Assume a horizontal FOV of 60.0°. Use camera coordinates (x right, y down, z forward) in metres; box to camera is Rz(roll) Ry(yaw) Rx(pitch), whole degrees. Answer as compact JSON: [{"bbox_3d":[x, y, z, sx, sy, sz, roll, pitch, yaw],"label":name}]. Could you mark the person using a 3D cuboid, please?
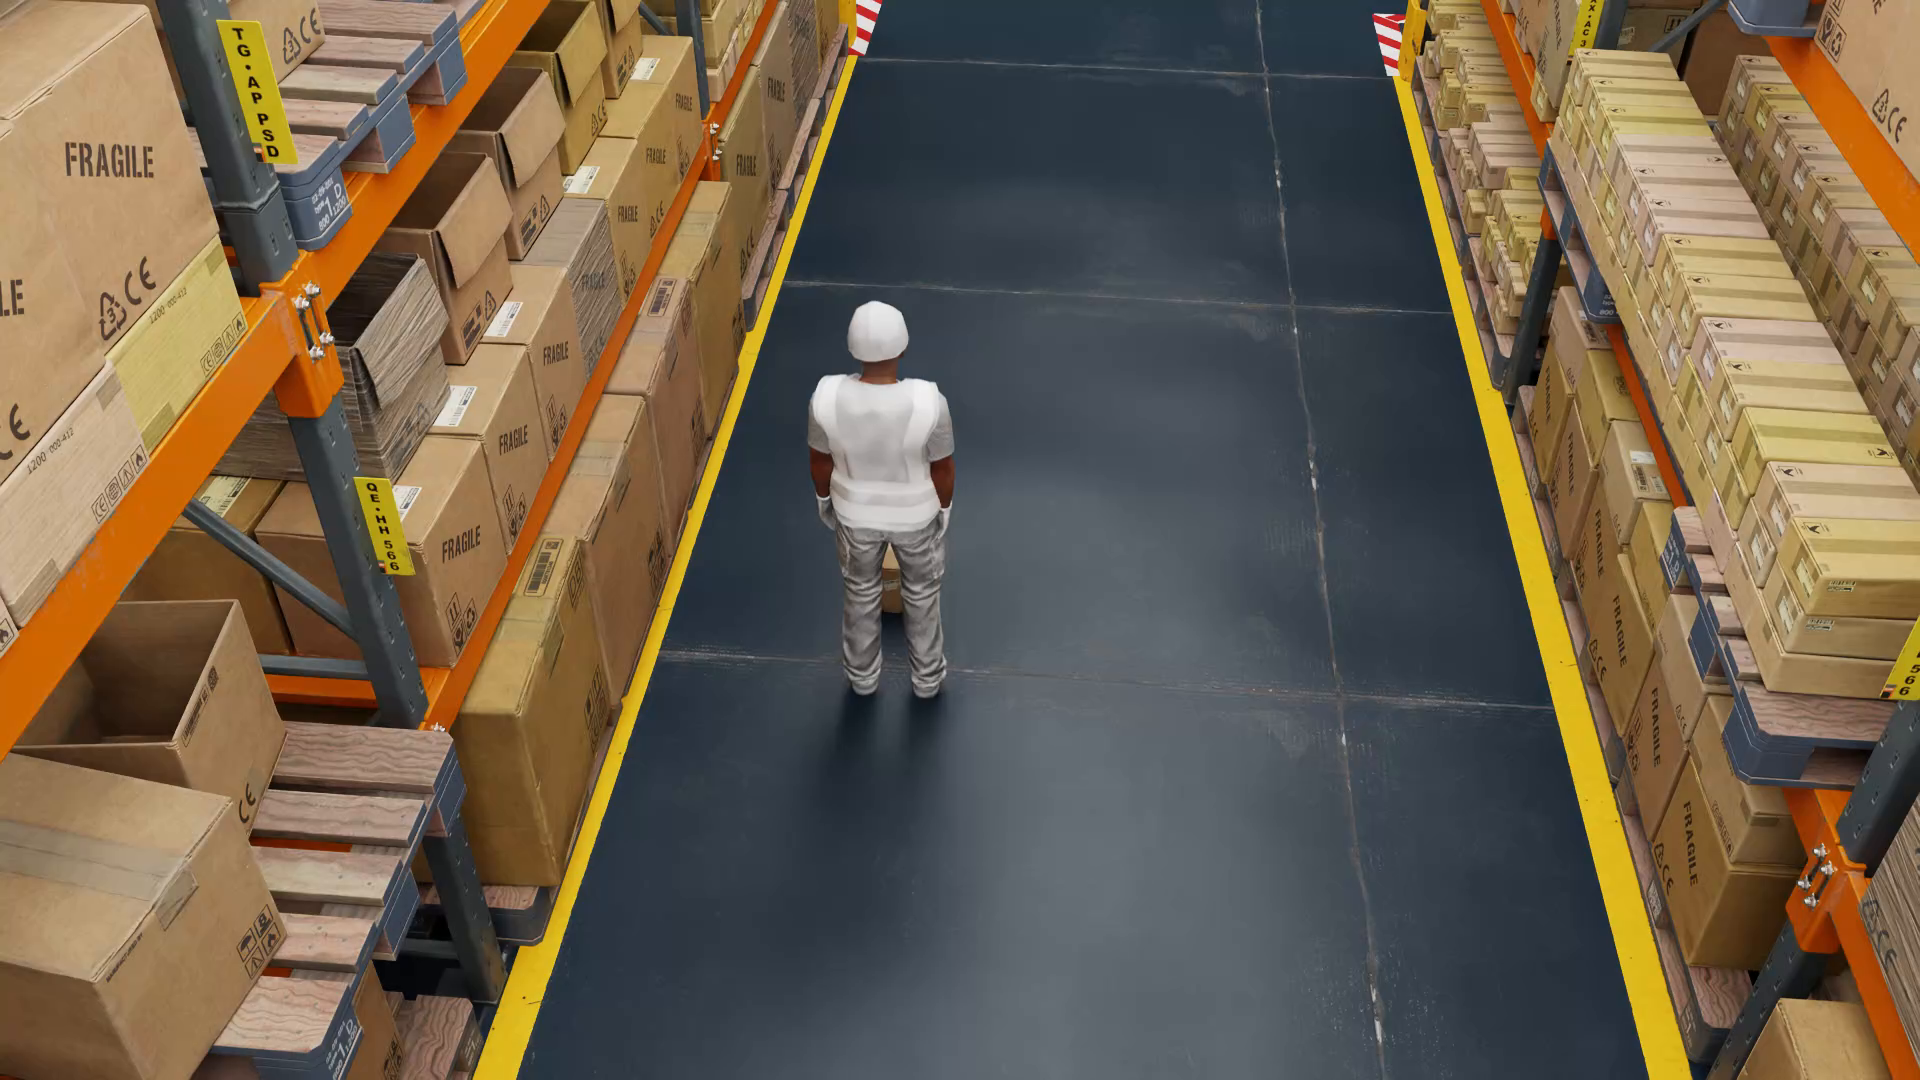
[{"bbox_3d":[-0.286,-0.131,6.296,0.545,1.785,0.355,4,40,5],"label":"person"}]
